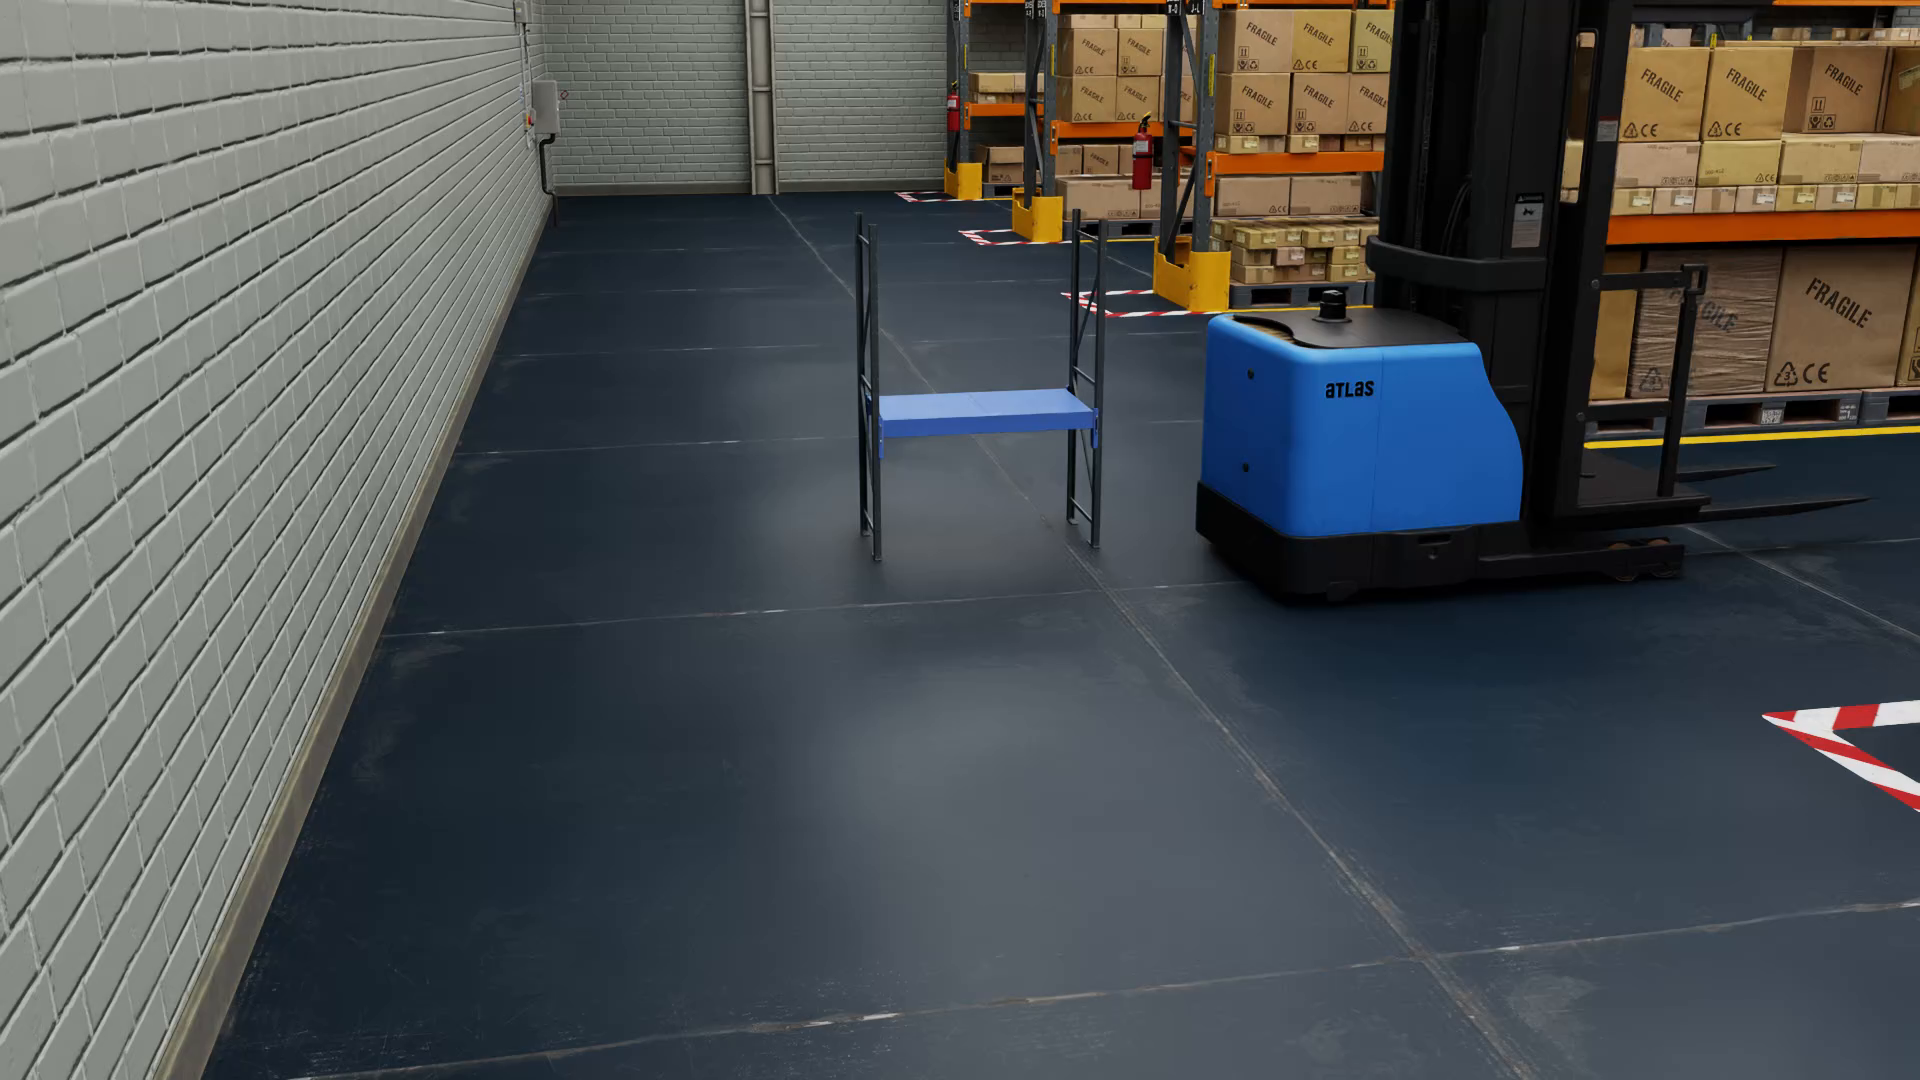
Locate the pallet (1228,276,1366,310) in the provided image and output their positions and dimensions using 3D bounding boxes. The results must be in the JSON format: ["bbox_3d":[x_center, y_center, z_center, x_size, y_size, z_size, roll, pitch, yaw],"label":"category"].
[{"bbox_3d":[2.828,-2.243,14.755,1.213,0.211,1.003,-3,17,-10],"label":"pallet"}]

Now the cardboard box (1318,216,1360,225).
[{"bbox_3d":[3.428,-2.837,15.068,0.250,0.149,0.380,-3,17,-8],"label":"cardboard box"}]

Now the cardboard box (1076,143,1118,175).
[{"bbox_3d":[1.968,-5.438,23.952,0.500,0.500,0.500,-3,17,-9],"label":"cardboard box"}]

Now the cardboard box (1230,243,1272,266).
[{"bbox_3d":[2.512,-2.472,14.385,0.250,0.149,0.380,-3,17,-8],"label":"cardboard box"}]

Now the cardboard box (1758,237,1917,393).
[{"bbox_3d":[5.171,-1.445,10.312,0.875,0.875,0.875,-3,17,-10],"label":"cardboard box"}]

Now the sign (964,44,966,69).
[{"bbox_3d":[0.068,-6.646,22.867,0.005,0.325,0.100,-3,17,-10],"label":"sign"}]

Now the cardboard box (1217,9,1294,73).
[{"bbox_3d":[2.440,-4.153,13.845,0.500,0.500,0.500,-3,17,-11],"label":"cardboard box"}]

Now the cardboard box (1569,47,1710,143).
[{"bbox_3d":[3.804,-2.507,9.337,0.500,0.500,0.500,-4,17,-12],"label":"cardboard box"}]

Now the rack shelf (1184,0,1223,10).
[{"bbox_3d":[3.913,-4.738,14.246,4.000,0.370,1.077,-3,17,-10],"label":"rack shelf"}]

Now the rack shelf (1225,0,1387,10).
[{"bbox_3d":[5.856,-7.813,24.257,4.000,0.370,1.077,-3,17,-10],"label":"rack shelf"}]

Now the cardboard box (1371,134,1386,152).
[{"bbox_3d":[3.593,-3.433,14.310,0.250,0.149,0.380,-4,17,-12],"label":"cardboard box"}]

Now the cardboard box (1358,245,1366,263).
[{"bbox_3d":[3.530,-2.535,14.591,0.250,0.149,0.380,-4,18,-13],"label":"cardboard box"}]

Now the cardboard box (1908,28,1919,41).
[{"bbox_3d":[11.608,-6.194,20.374,0.250,0.149,0.380,-4,17,-12],"label":"cardboard box"}]

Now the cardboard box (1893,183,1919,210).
[{"bbox_3d":[5.470,-2.035,9.757,0.250,0.149,0.380,-3,17,-9],"label":"cardboard box"}]

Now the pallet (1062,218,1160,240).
[{"bbox_3d":[1.681,-3.692,19.473,1.213,0.211,1.003,-3,17,-10],"label":"pallet"}]

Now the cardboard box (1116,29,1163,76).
[{"bbox_3d":[1.942,-5.459,18.604,0.500,0.500,0.500,-4,17,-12],"label":"cardboard box"}]

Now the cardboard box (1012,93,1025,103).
[{"bbox_3d":[0.832,-6.260,23.513,0.250,0.149,0.380,-3,17,-11],"label":"cardboard box"}]

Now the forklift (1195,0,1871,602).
[{"bbox_3d":[2.667,-1.364,7.261,3.031,2.935,1.130,-4,18,-14],"label":"forklift"}]

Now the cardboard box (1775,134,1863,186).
[{"bbox_3d":[4.828,-2.209,9.644,0.500,0.250,0.500,-4,17,-12],"label":"cardboard box"}]

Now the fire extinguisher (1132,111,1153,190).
[{"bbox_3d":[1.614,-3.441,14.672,0.183,0.674,0.296,-3,17,-10],"label":"fire extinguisher"}]

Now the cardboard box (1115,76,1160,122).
[{"bbox_3d":[1.928,-4.986,18.766,0.500,0.500,0.500,-3,17,-11],"label":"cardboard box"}]

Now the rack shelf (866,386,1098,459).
[{"bbox_3d":[0.084,-0.550,7.660,1.000,0.185,0.538,-3,17,-10],"label":"rack shelf"}]

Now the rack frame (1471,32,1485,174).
[{"bbox_3d":[2.791,-2.101,9.544,0.127,3.000,1.000,-3,17,-10],"label":"rack frame"}]

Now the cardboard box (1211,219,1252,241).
[{"bbox_3d":[2.421,-2.762,14.821,0.250,0.149,0.380,-3,17,-10],"label":"cardboard box"}]

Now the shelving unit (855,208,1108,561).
[{"bbox_3d":[0.084,-0.722,7.607,1.048,1.500,0.538,-3,17,-10],"label":"shelving unit"}]

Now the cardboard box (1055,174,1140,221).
[{"bbox_3d":[1.540,-4.000,19.374,0.875,0.438,0.875,-4,17,-12],"label":"cardboard box"}]

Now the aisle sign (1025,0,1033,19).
[{"bbox_3d":[0.781,-6.286,18.742,0.004,0.787,0.394,-3,17,-10],"label":"aisle sign"}]

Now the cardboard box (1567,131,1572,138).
[{"bbox_3d":[3.714,-2.303,9.951,0.500,0.250,0.500,-4,17,-11],"label":"cardboard box"}]

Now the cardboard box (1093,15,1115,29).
[{"bbox_3d":[1.555,-5.769,18.508,0.250,0.149,0.380,-3,17,-9],"label":"cardboard box"}]

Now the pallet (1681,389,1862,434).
[{"bbox_3d":[4.756,-0.902,10.390,1.213,0.211,1.003,-3,17,-10],"label":"pallet"}]

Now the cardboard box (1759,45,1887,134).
[{"bbox_3d":[5.204,-2.745,10.110,0.500,0.500,0.500,-4,17,-12],"label":"cardboard box"}]

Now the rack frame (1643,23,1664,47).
[{"bbox_3d":[5.876,-3.760,14.943,0.127,3.000,1.000,-3,17,-10],"label":"rack frame"}]

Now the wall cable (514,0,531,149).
[{"bbox_3d":[-4.621,-5.138,17.647,0.123,1.953,0.585,-3,17,-10],"label":"wall cable"}]

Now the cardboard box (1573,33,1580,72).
[{"bbox_3d":[4.959,-4.293,14.300,0.500,0.500,0.500,-4,17,-12],"label":"cardboard box"}]

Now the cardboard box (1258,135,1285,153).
[{"bbox_3d":[2.571,-3.366,14.091,0.250,0.149,0.380,-3,17,-8],"label":"cardboard box"}]

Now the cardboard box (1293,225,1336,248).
[{"bbox_3d":[3.047,-2.618,14.352,0.250,0.149,0.380,-3,17,-11],"label":"cardboard box"}]

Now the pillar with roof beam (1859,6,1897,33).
[{"bbox_3d":[15.637,-9.128,22.204,0.400,9.000,9.100,-3,17,-10],"label":"pillar with roof beam"}]

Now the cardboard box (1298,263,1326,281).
[{"bbox_3d":[3.008,-2.366,14.545,0.250,0.149,0.380,-3,17,-10],"label":"cardboard box"}]

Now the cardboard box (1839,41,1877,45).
[{"bbox_3d":[10.774,-5.841,20.328,0.500,0.500,0.500,-4,18,-13],"label":"cardboard box"}]

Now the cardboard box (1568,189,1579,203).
[{"bbox_3d":[3.453,-1.921,9.384,0.250,0.149,0.380,-4,17,-11],"label":"cardboard box"}]

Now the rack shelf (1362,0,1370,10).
[{"bbox_3d":[6.802,-6.382,19.599,4.000,0.370,1.077,-3,17,-10],"label":"rack shelf"}]

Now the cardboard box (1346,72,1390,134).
[{"bbox_3d":[3.446,-3.733,14.180,0.500,0.500,0.500,-3,17,-10],"label":"cardboard box"}]

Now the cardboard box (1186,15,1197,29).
[{"bbox_3d":[2.588,-5.802,18.615,0.250,0.149,0.380,-3,17,-10],"label":"cardboard box"}]

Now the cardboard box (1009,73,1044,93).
[{"bbox_3d":[0.957,-6.435,23.403,0.500,0.250,0.500,-3,17,-10],"label":"cardboard box"}]

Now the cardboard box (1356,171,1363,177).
[{"bbox_3d":[5.932,-5.666,24.691,0.500,0.500,0.500,-4,17,-12],"label":"cardboard box"}]

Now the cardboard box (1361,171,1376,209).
[{"bbox_3d":[5.431,-4.424,20.009,0.875,0.875,0.875,-3,17,-9],"label":"cardboard box"}]

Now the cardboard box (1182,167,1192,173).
[{"bbox_3d":[3.401,-5.334,24.209,0.250,0.149,0.380,-4,17,-12],"label":"cardboard box"}]

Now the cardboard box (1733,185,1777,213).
[{"bbox_3d":[4.464,-1.978,9.571,0.250,0.149,0.380,-3,17,-11],"label":"cardboard box"}]
